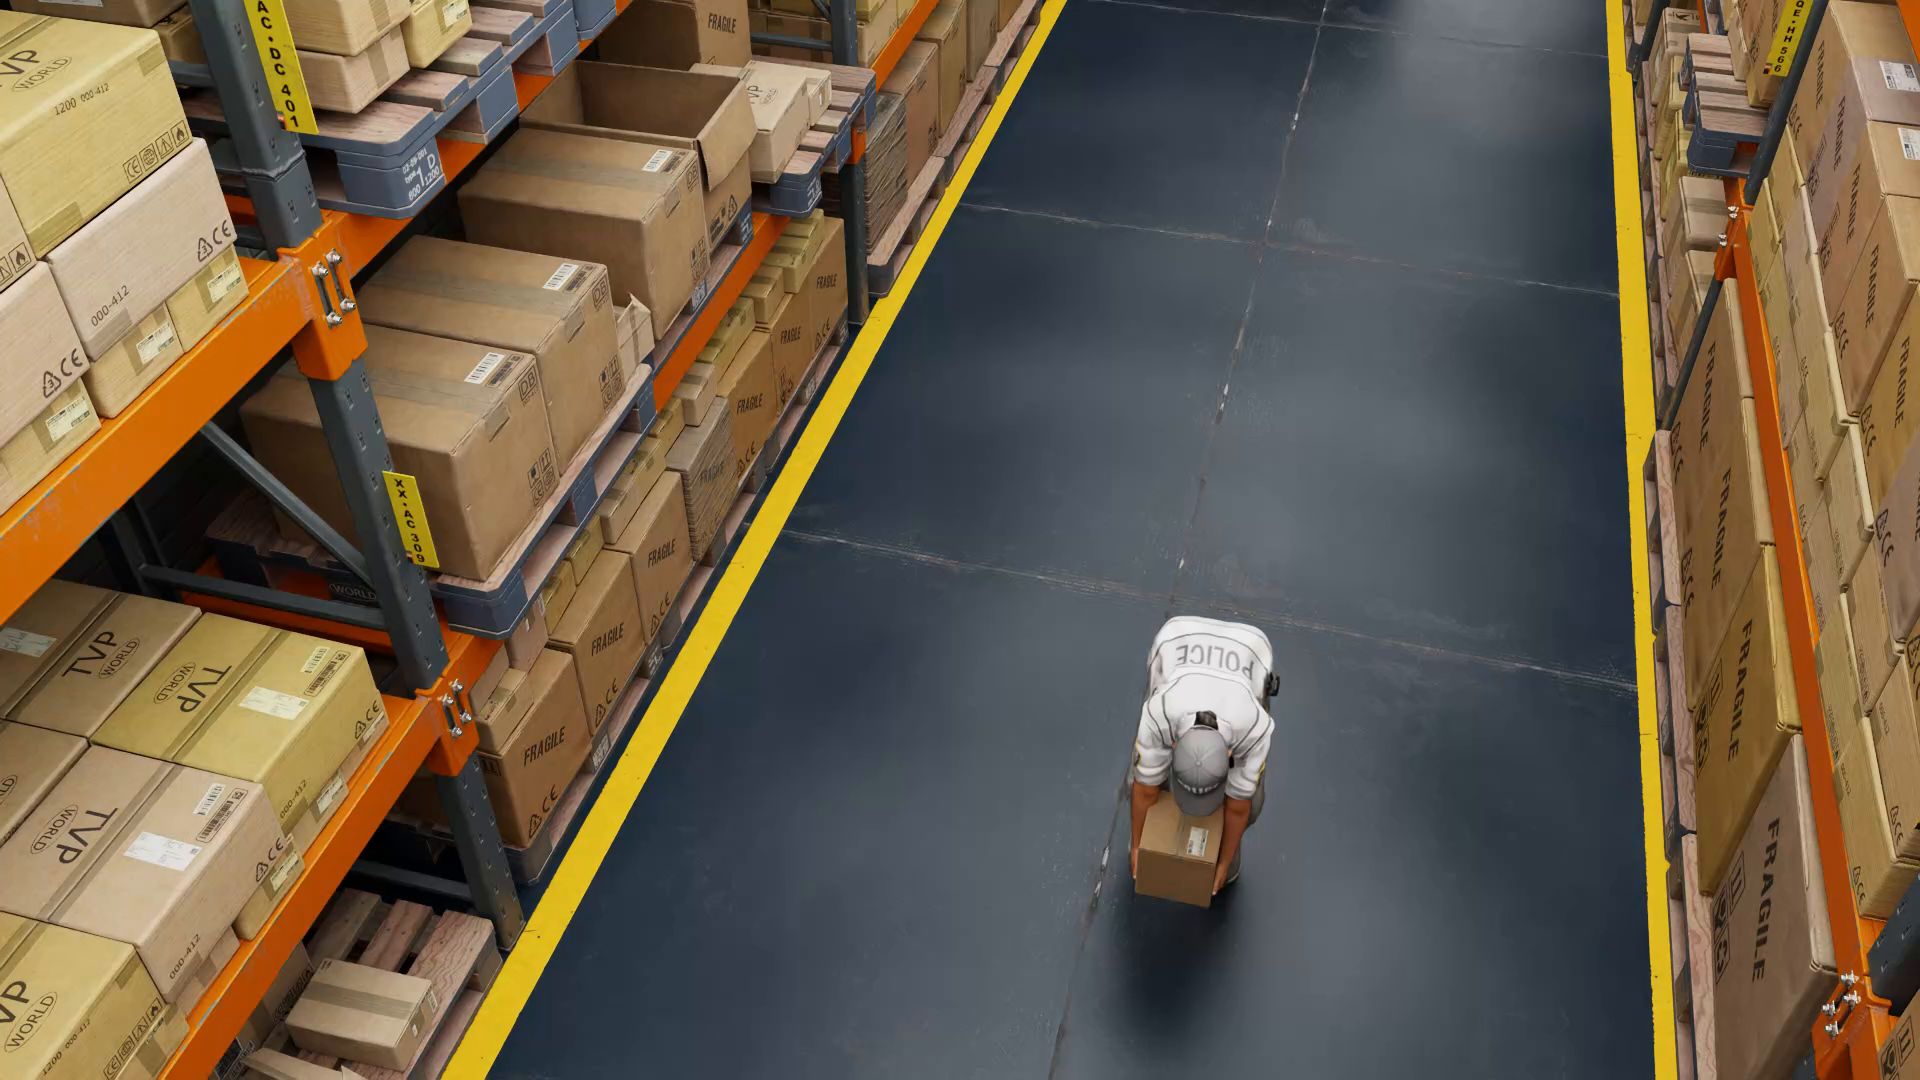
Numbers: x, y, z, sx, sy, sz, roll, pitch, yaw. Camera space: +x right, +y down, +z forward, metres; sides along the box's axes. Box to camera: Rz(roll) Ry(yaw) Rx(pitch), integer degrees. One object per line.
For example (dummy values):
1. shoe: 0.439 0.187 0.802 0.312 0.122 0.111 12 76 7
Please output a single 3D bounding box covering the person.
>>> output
1. person: 0.793 0.810 5.609 0.488 1.175 0.894 8 42 10
